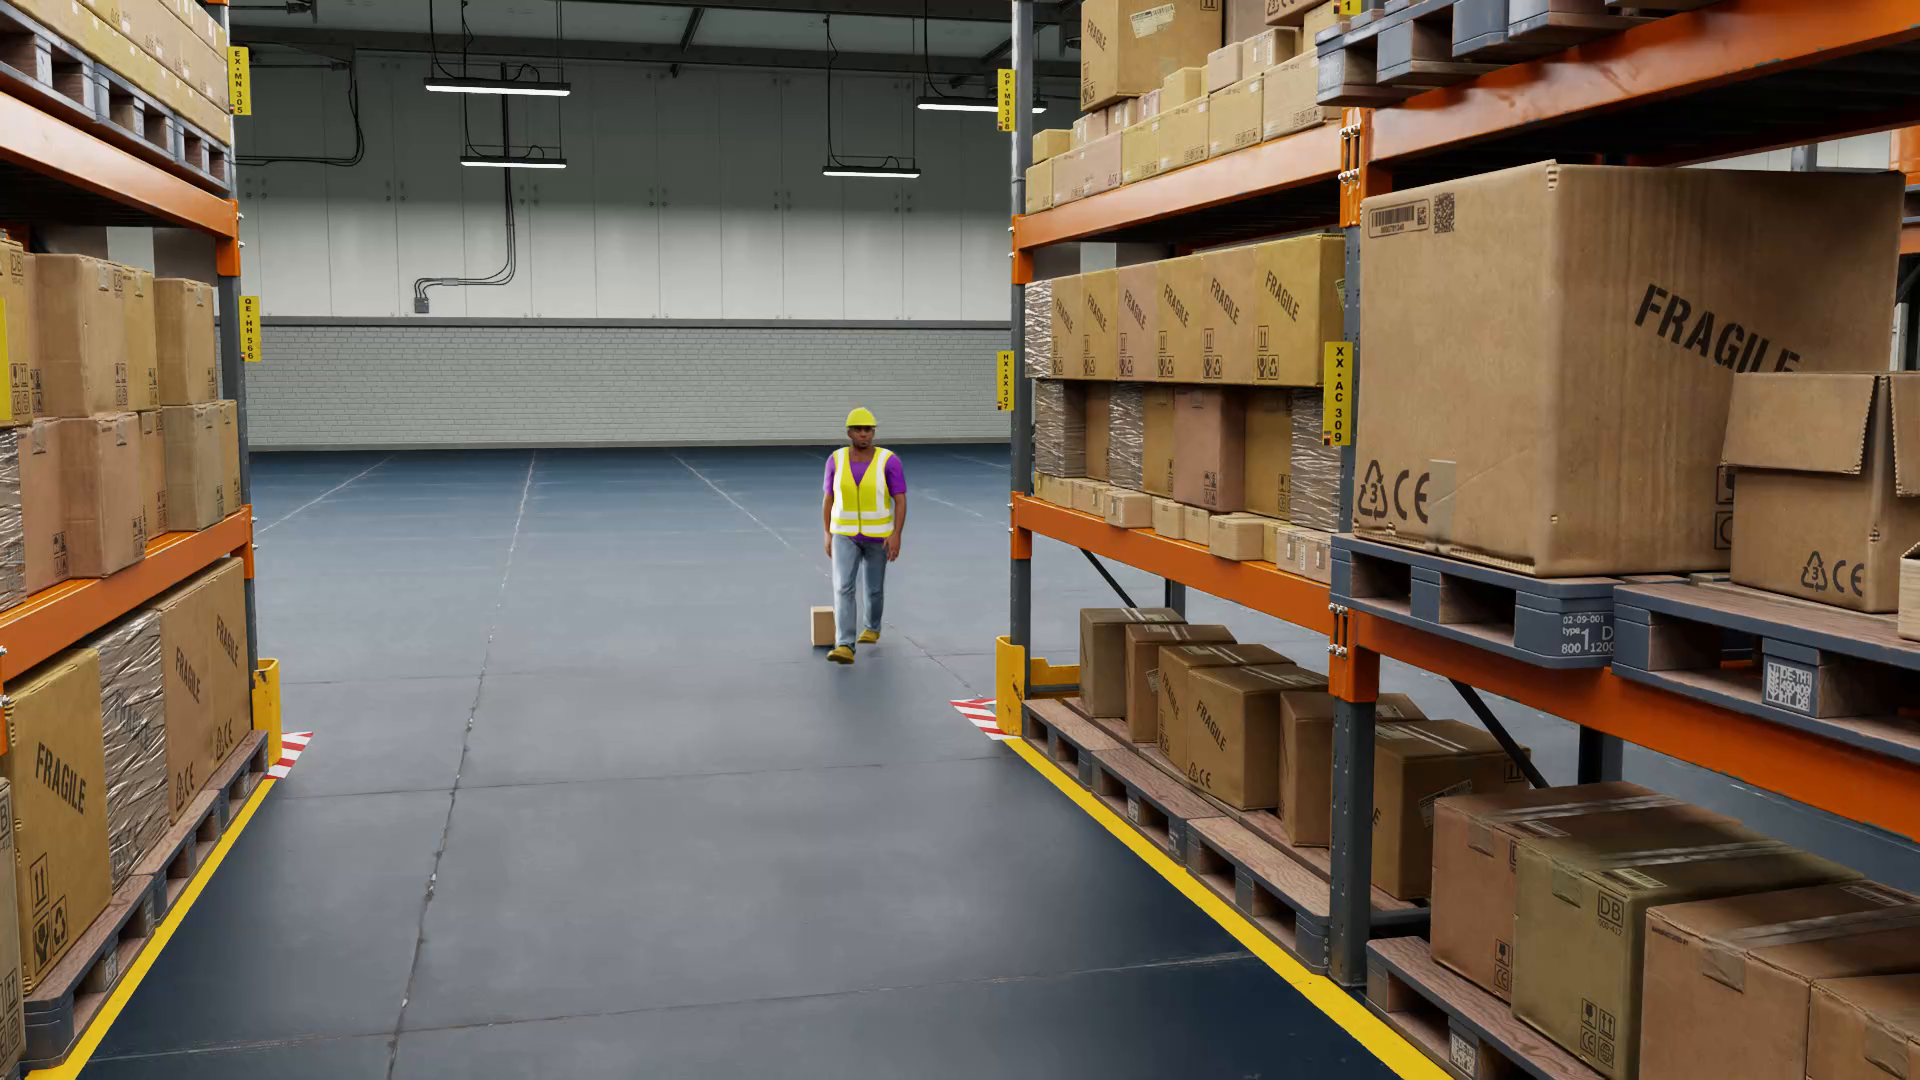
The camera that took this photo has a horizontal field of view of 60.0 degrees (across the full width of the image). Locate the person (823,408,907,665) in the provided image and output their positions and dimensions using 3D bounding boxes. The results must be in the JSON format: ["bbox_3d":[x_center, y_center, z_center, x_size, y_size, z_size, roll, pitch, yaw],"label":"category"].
[{"bbox_3d":[-0.651,-0.043,11.324,0.584,1.709,1.100,0,6,-1],"label":"person"}]
